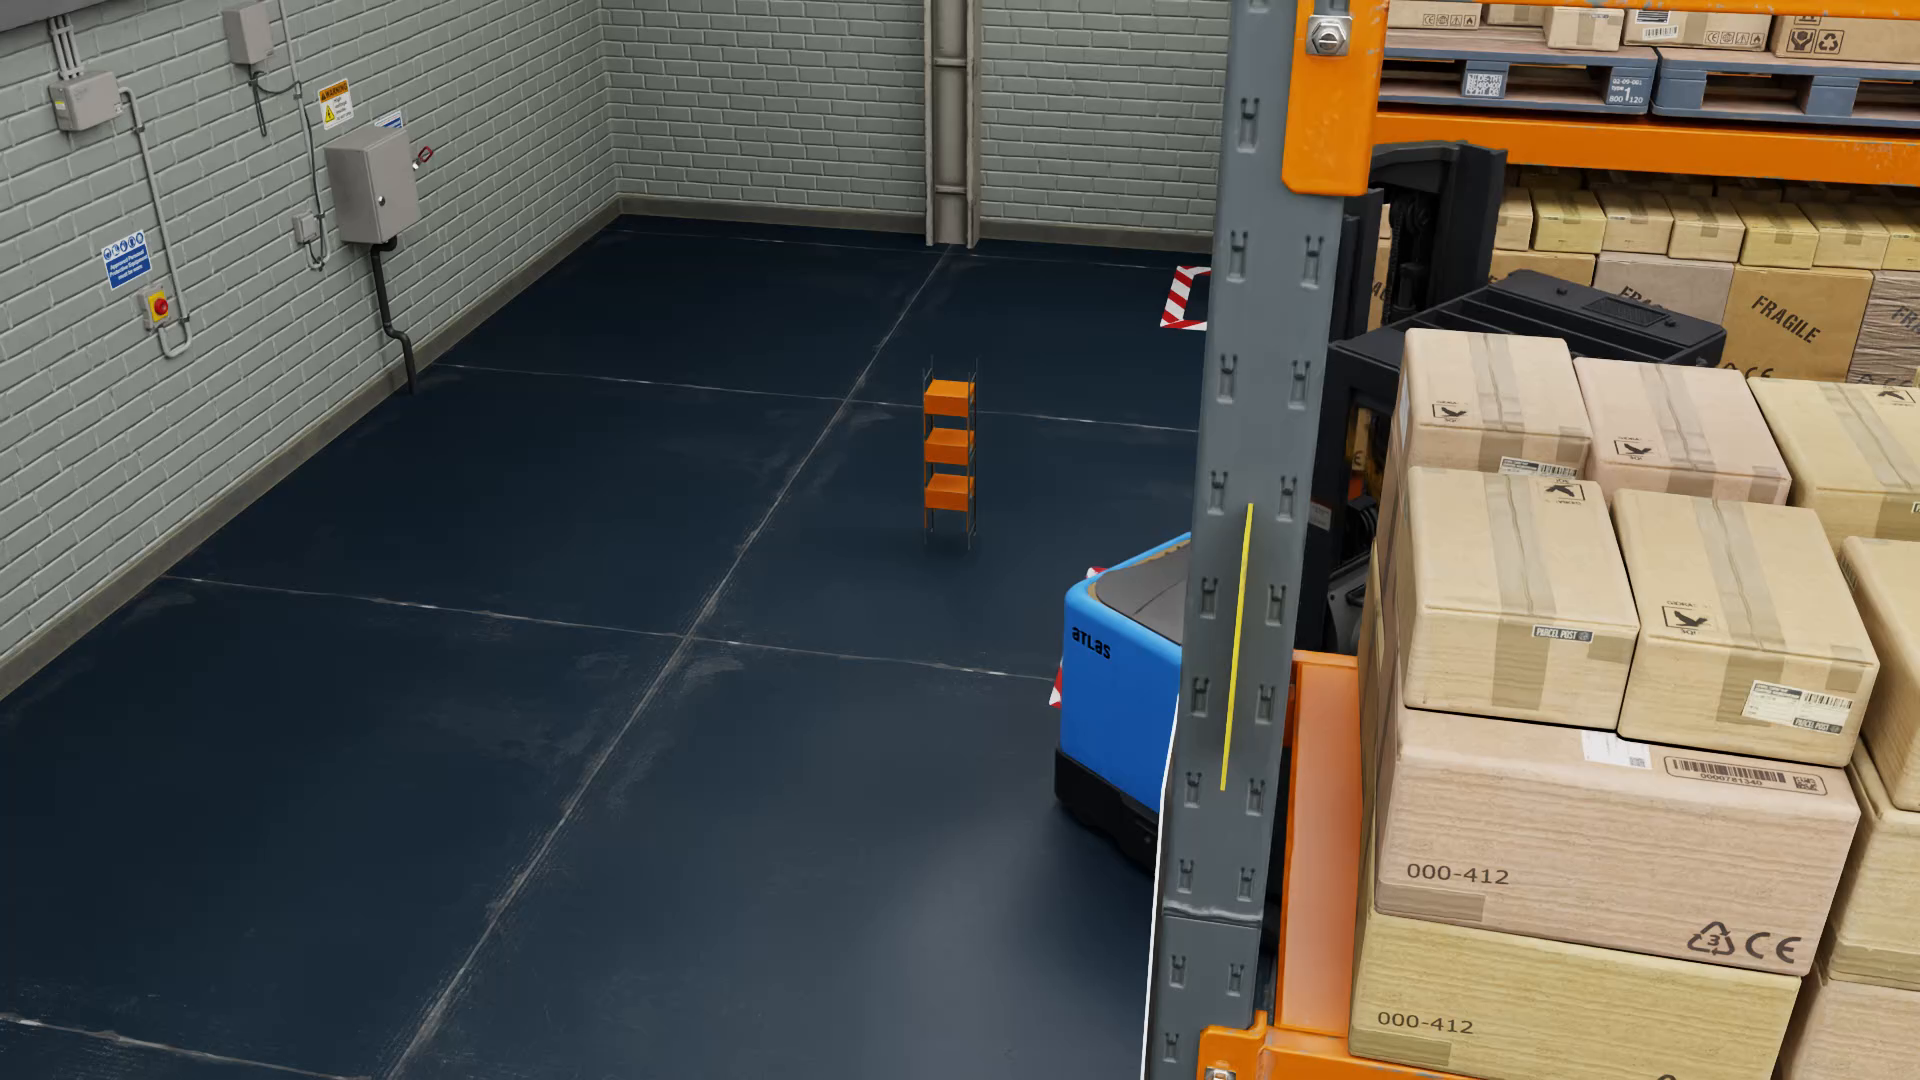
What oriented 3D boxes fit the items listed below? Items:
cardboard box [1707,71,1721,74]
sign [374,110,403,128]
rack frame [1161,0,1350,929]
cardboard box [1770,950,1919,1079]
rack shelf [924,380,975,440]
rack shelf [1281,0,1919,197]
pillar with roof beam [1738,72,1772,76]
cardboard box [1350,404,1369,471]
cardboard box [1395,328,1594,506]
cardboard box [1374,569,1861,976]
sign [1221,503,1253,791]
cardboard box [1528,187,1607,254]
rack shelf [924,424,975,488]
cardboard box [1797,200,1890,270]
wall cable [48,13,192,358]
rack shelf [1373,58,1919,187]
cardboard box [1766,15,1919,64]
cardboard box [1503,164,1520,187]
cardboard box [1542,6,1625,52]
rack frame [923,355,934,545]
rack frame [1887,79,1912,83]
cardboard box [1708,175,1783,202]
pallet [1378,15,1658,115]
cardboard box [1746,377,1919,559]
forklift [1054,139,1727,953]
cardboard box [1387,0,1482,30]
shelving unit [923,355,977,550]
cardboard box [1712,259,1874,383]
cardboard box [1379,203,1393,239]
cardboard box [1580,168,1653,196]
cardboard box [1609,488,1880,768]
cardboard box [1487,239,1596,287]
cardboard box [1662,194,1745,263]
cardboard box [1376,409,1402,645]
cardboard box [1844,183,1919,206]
[{"bbox_3d":[4.903,-3.366,11.340,0.500,0.500,0.500,5,29,9],"label":"cardboard box"},{"bbox_3d":[-3.678,-2.505,10.801,0.001,0.494,0.329,6,29,11],"label":"sign"},{"bbox_3d":[0.424,-1.064,1.824,0.127,3.000,1.000,6,29,11],"label":"rack frame"},{"bbox_3d":[1.324,0.537,2.178,0.500,0.250,0.500,7,29,12],"label":"cardboard box"},{"bbox_3d":[-0.052,-0.705,8.877,0.240,0.259,0.215,6,29,11],"label":"rack shelf"},{"bbox_3d":[2.380,-0.547,1.631,4.000,0.370,1.077,6,29,11],"label":"rack shelf"},{"bbox_3d":[4.912,-3.801,6.822,0.400,9.000,9.100,6,29,11],"label":"pillar with roof beam"},{"bbox_3d":[1.768,-0.629,7.171,0.500,0.500,0.500,6,29,10],"label":"cardboard box"},{"bbox_3d":[0.810,-0.182,2.555,0.250,0.149,0.380,6,29,10],"label":"cardboard box"},{"bbox_3d":[0.809,0.265,2.155,0.500,0.250,0.500,6,29,11],"label":"cardboard box"},{"bbox_3d":[0.311,0.123,1.868,0.005,0.325,0.100,6,29,11],"label":"sign"},{"bbox_3d":[2.411,-1.279,6.641,0.250,0.149,0.380,5,29,9],"label":"cardboard box"},{"bbox_3d":[-0.052,-0.457,9.013,0.240,0.259,0.215,6,29,11],"label":"rack shelf"},{"bbox_3d":[3.423,-1.191,6.480,0.250,0.149,0.380,6,29,11],"label":"cardboard box"},{"bbox_3d":[-4.160,-1.782,8.290,0.123,1.953,0.585,6,29,11],"label":"wall cable"},{"bbox_3d":[3.315,-1.567,6.615,4.000,0.370,1.077,6,29,11],"label":"rack shelf"},{"bbox_3d":[3.299,-2.083,6.162,0.500,0.500,0.500,6,29,11],"label":"cardboard box"},{"bbox_3d":[2.275,-1.592,7.214,0.250,0.149,0.380,6,29,10],"label":"cardboard box"},{"bbox_3d":[2.375,-1.984,6.347,0.250,0.149,0.380,7,29,12],"label":"cardboard box"},{"bbox_3d":[-0.172,-0.478,9.030,0.008,1.050,0.200,6,29,11],"label":"rack frame"},{"bbox_3d":[6.304,-2.698,11.055,0.127,3.000,1.000,6,29,11],"label":"rack frame"},{"bbox_3d":[3.264,-1.456,6.964,0.250,0.149,0.380,7,29,12],"label":"cardboard box"},{"bbox_3d":[2.087,-1.975,6.703,1.213,0.211,1.003,6,29,11],"label":"pallet"},{"bbox_3d":[1.282,-0.086,2.380,0.250,0.149,0.380,5,29,9],"label":"cardboard box"},{"bbox_3d":[1.748,0.233,5.772,1.130,2.935,3.031,-23,36,-35],"label":"forklift"},{"bbox_3d":[1.818,-2.243,6.715,0.500,0.250,0.500,3,29,6],"label":"cardboard box"},{"bbox_3d":[-0.052,-0.466,9.008,0.252,1.050,0.215,6,29,11],"label":"shelving unit"},{"bbox_3d":[3.269,-0.922,6.666,0.500,0.500,0.500,6,29,11],"label":"cardboard box"},{"bbox_3d":[1.648,-1.369,6.807,0.250,0.149,0.380,6,29,12],"label":"cardboard box"},{"bbox_3d":[2.754,-1.488,7.024,0.250,0.149,0.380,6,29,10],"label":"cardboard box"},{"bbox_3d":[0.939,0.096,2.047,0.250,0.149,0.380,7,29,13],"label":"cardboard box"},{"bbox_3d":[2.276,-1.020,6.844,0.500,0.500,0.500,5,29,9],"label":"cardboard box"},{"bbox_3d":[2.914,-1.232,6.556,0.250,0.149,0.380,6,29,11],"label":"cardboard box"},{"bbox_3d":[0.928,0.024,2.594,0.500,0.250,0.500,5,29,9],"label":"cardboard box"},{"bbox_3d":[3.757,-1.392,6.848,0.250,0.149,0.380,6,29,10],"label":"cardboard box"}]
